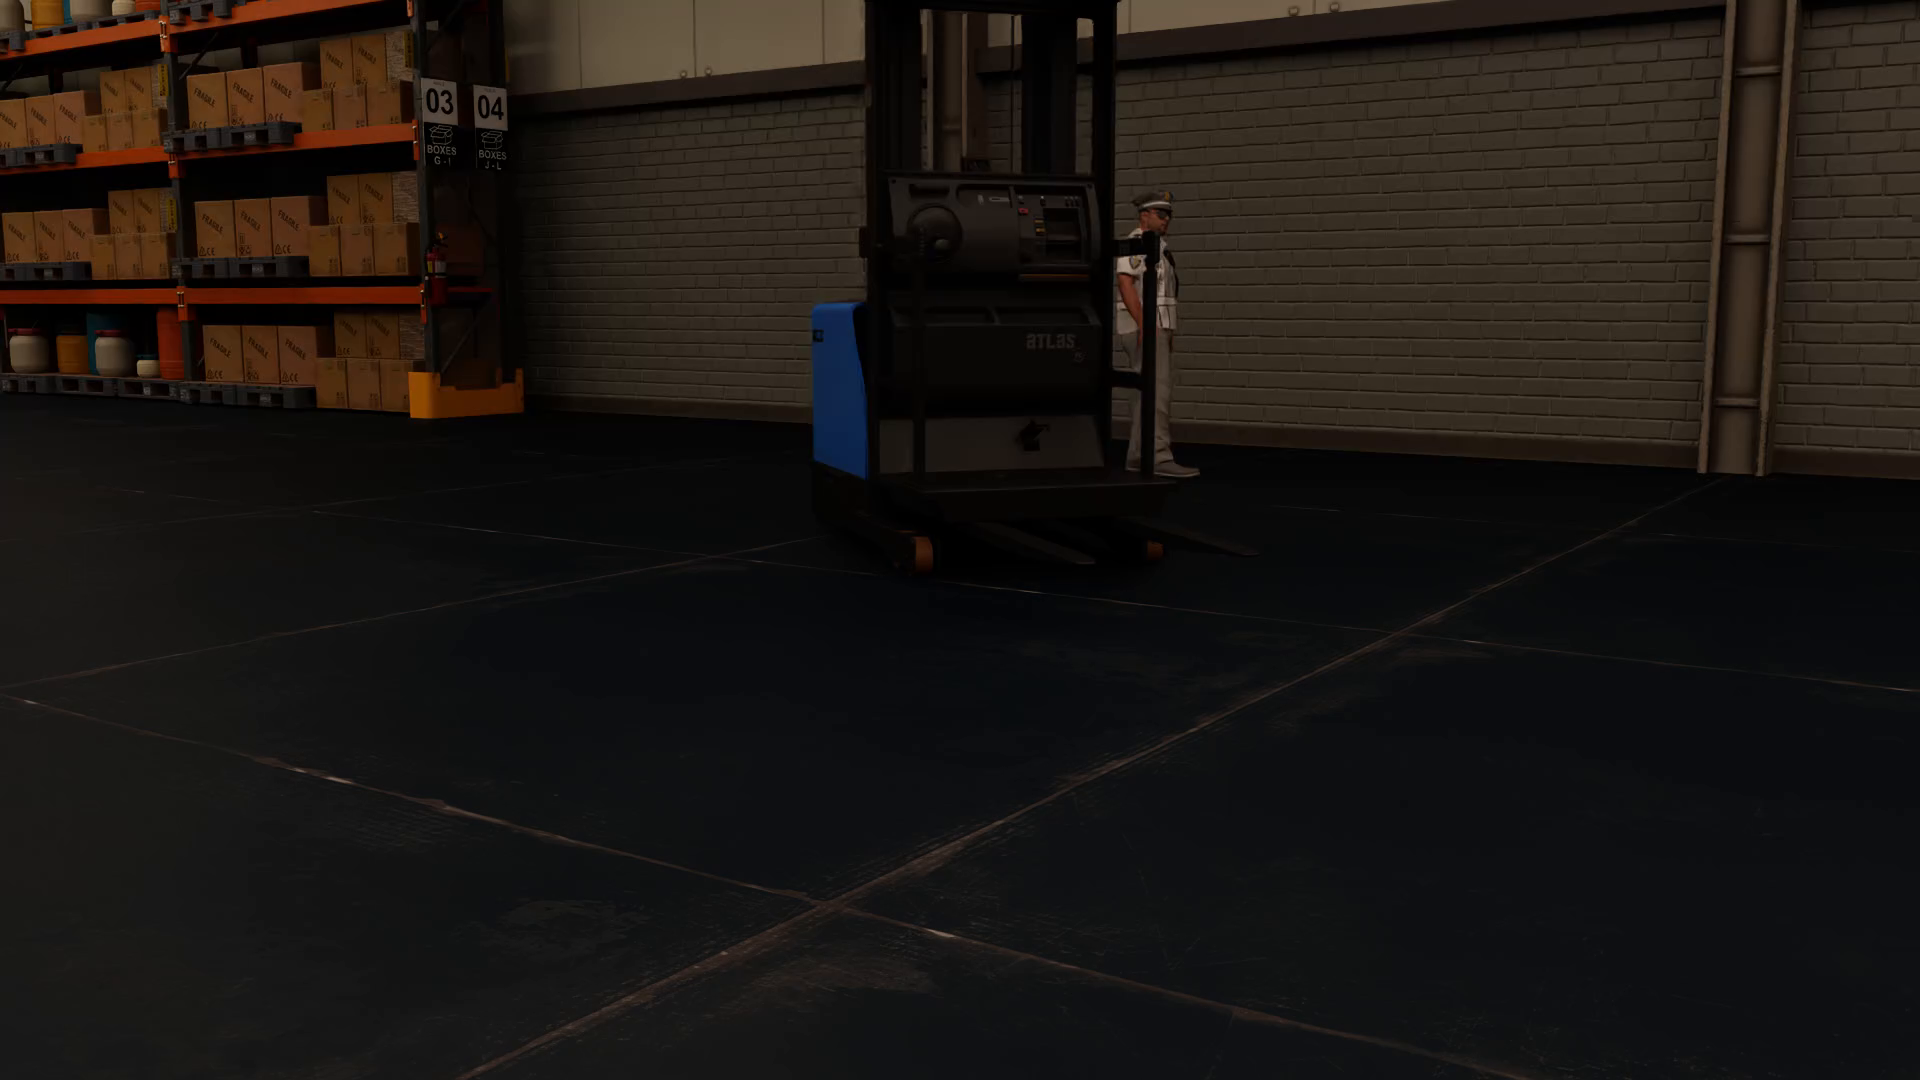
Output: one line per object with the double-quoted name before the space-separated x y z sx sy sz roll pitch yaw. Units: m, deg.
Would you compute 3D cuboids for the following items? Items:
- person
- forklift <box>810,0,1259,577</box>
"person" 1.258 -1.286 10.387 0.545 1.763 0.711 2 8 12
"forklift" 0.220 -1.369 6.817 1.130 2.935 3.031 -3 9 -19
